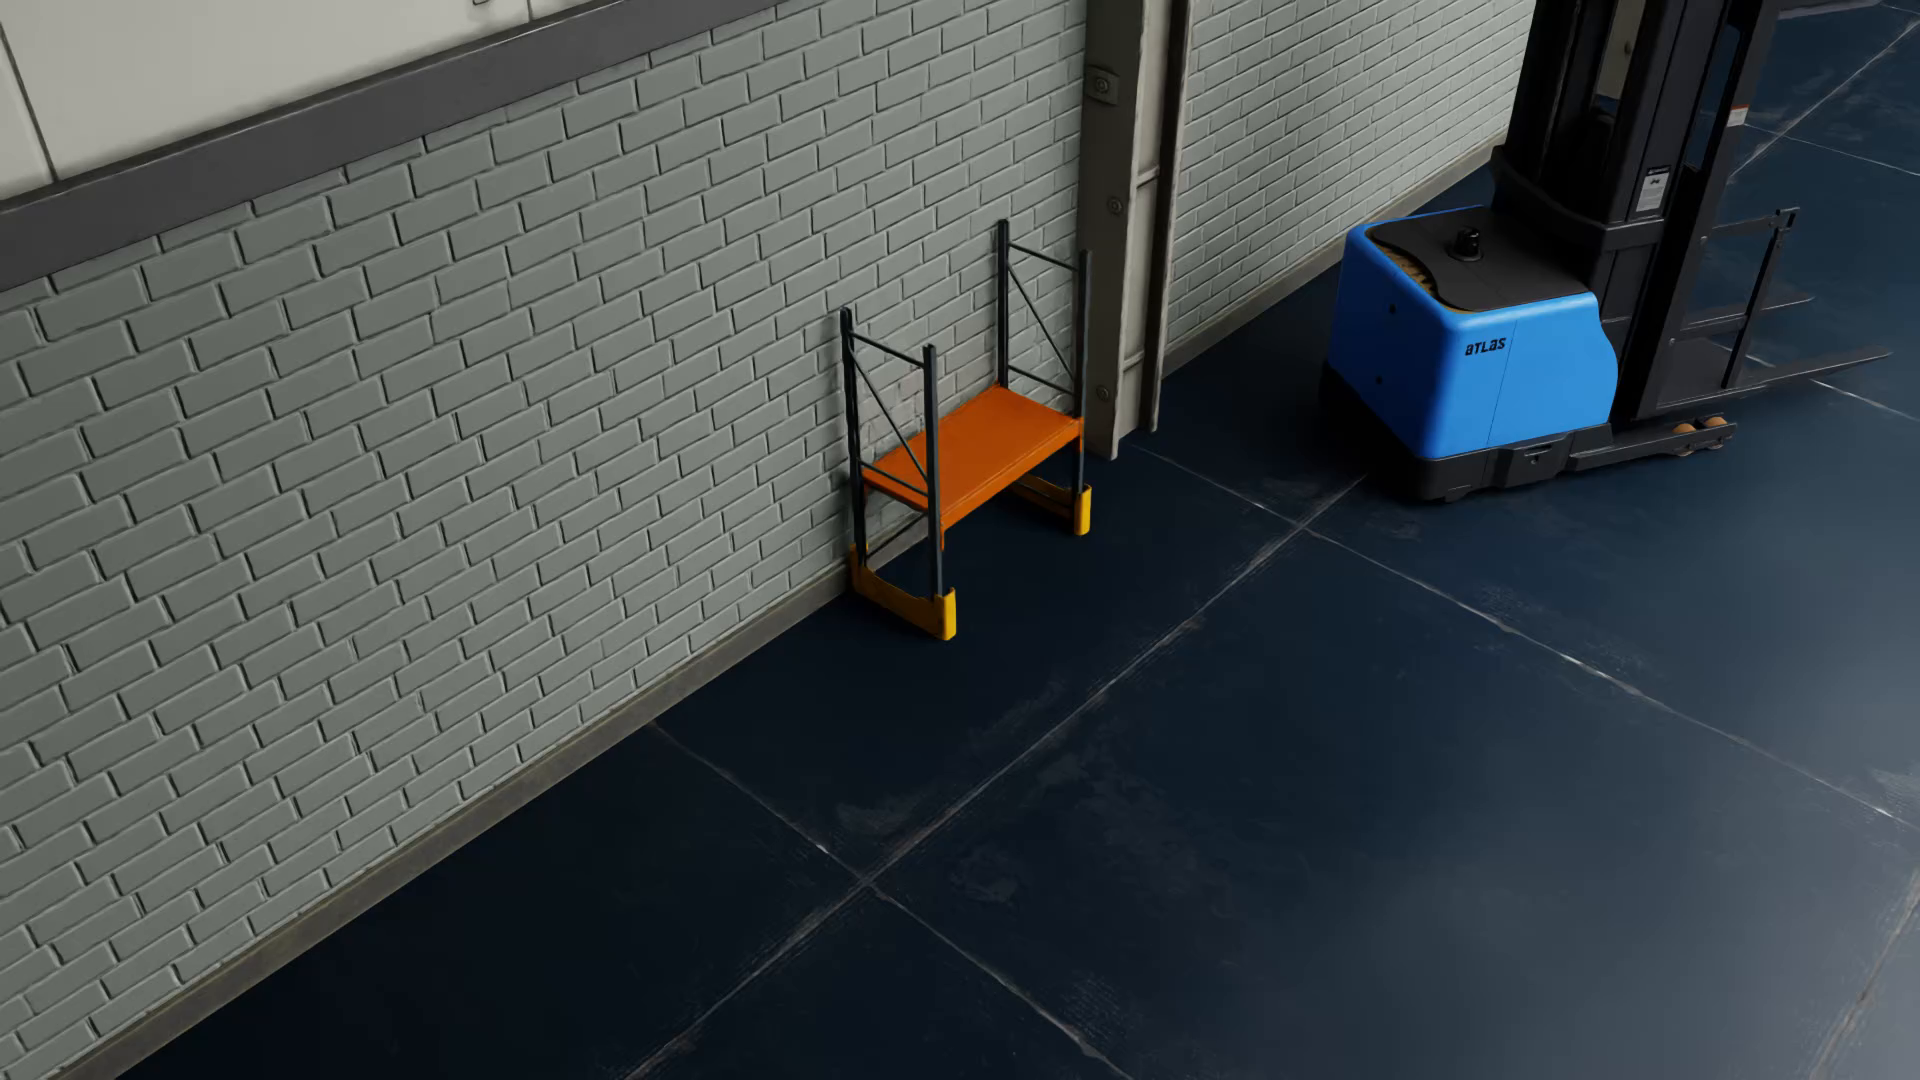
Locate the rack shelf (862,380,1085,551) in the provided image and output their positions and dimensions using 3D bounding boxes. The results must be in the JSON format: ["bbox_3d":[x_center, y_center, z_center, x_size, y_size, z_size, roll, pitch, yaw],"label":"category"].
[{"bbox_3d":[0.050,-0.358,7.556,0.538,0.185,1.000,27,46,31],"label":"rack shelf"}]

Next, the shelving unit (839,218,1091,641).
[{"bbox_3d":[0.053,-0.505,7.452,0.587,1.500,1.083,27,46,31],"label":"shelving unit"}]

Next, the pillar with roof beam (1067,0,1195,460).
[{"bbox_3d":[3.974,-2.276,3.666,9.100,9.000,0.400,30,47,32],"label":"pillar with roof beam"}]

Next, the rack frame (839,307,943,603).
[{"bbox_3d":[-0.284,-0.261,7.144,0.500,1.500,0.032,27,46,31],"label":"rack frame"}]

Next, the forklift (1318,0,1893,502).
[{"bbox_3d":[3.482,-1.879,8.041,3.031,2.935,1.130,-12,40,-15],"label":"forklift"}]

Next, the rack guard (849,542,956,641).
[{"bbox_3d":[-0.262,0.224,7.537,0.587,0.250,0.087,27,46,31],"label":"rack guard"}]

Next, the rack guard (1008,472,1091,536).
[{"bbox_3d":[0.386,-0.246,8.130,0.587,0.250,0.087,27,46,31],"label":"rack guard"}]

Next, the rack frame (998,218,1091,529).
[{"bbox_3d":[0.378,-0.741,7.749,0.500,1.500,0.032,27,46,31],"label":"rack frame"}]

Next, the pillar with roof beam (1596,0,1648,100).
[{"bbox_3d":[8.022,-5.033,7.133,9.100,9.000,0.400,30,47,32],"label":"pillar with roof beam"}]
